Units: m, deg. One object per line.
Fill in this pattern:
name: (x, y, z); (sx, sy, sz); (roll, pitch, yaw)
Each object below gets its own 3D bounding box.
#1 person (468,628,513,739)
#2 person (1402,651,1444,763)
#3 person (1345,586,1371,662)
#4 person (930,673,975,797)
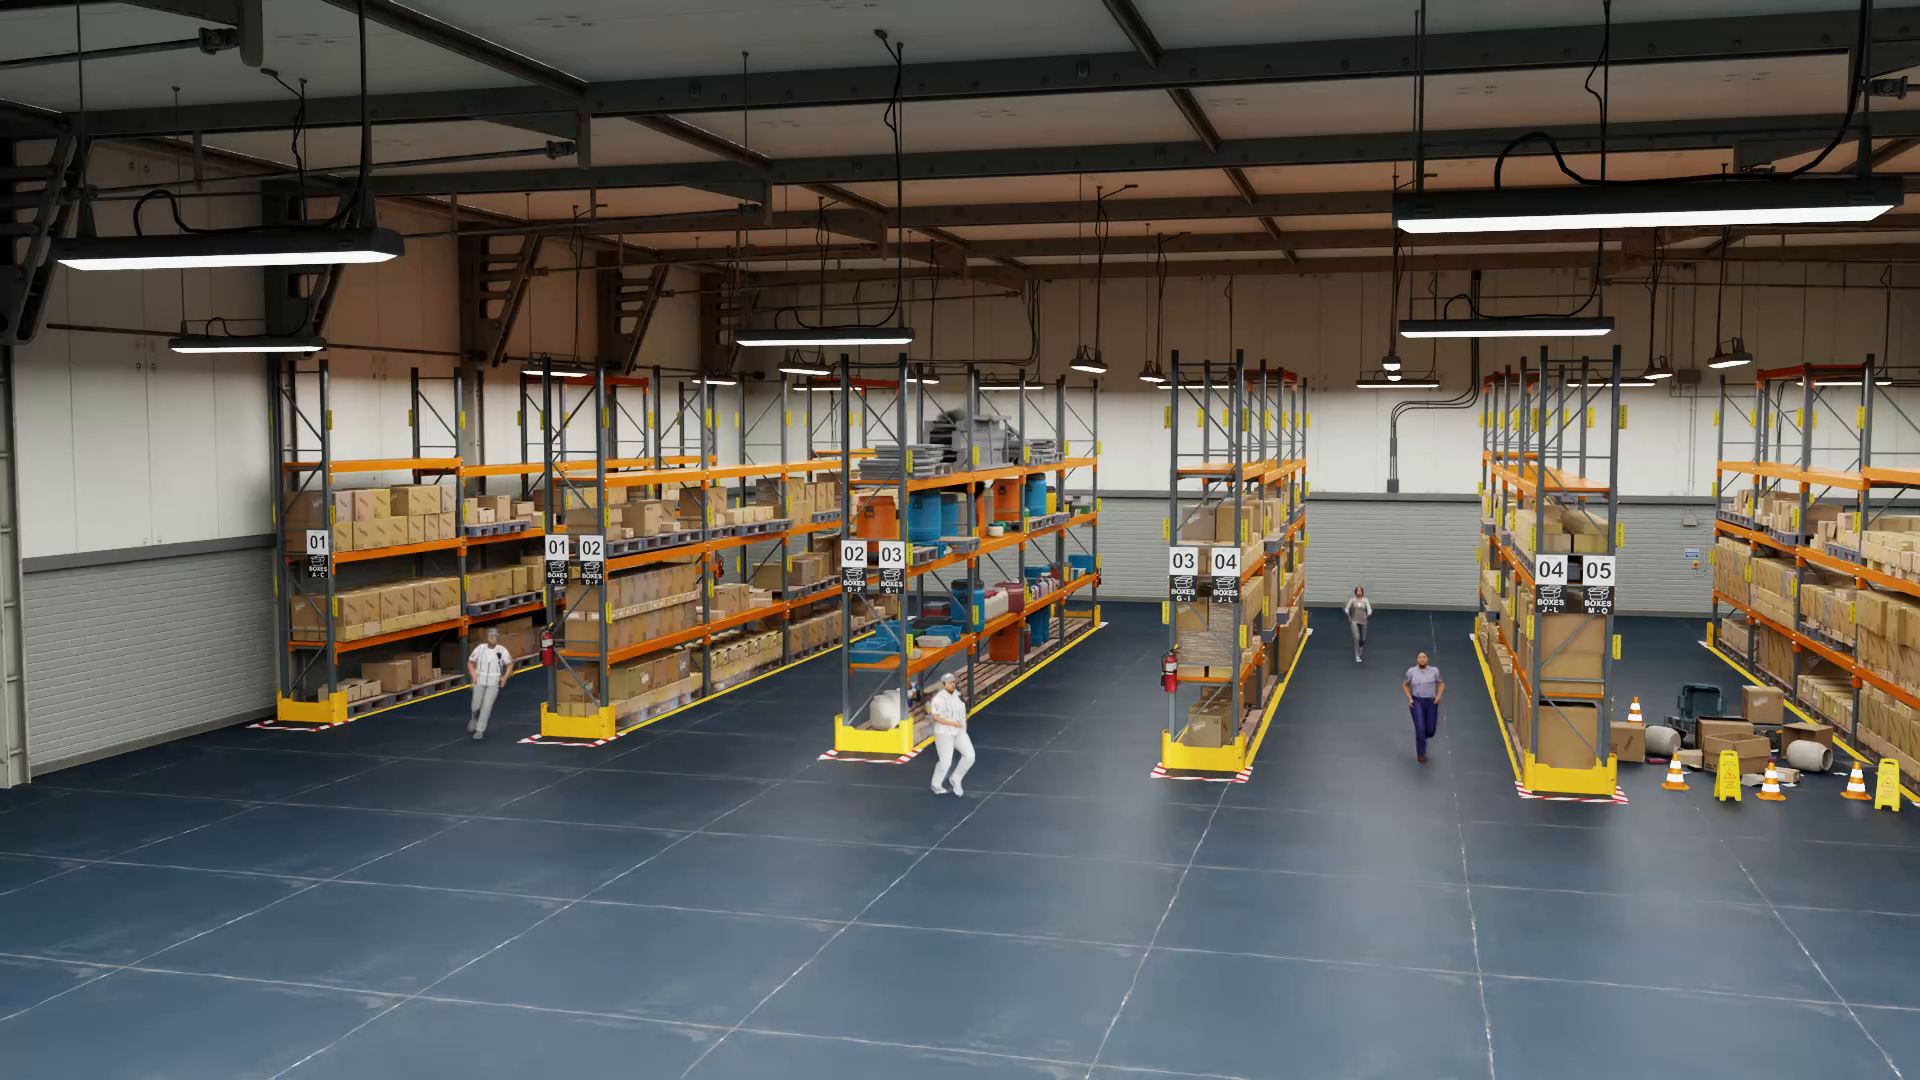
person: (-7.455, 2.249, 26.369); (0.731, 1.732, 0.664); (-1, 4, -13)
person: (6.843, 2.443, 24.580); (0.603, 1.629, 0.624); (1, 4, 8)
person: (8.290, 1.734, 34.639); (0.542, 1.553, 0.680); (1, 4, 7)
person: (-0.118, 2.597, 22.164); (0.610, 1.663, 0.648); (-3, 5, -40)
